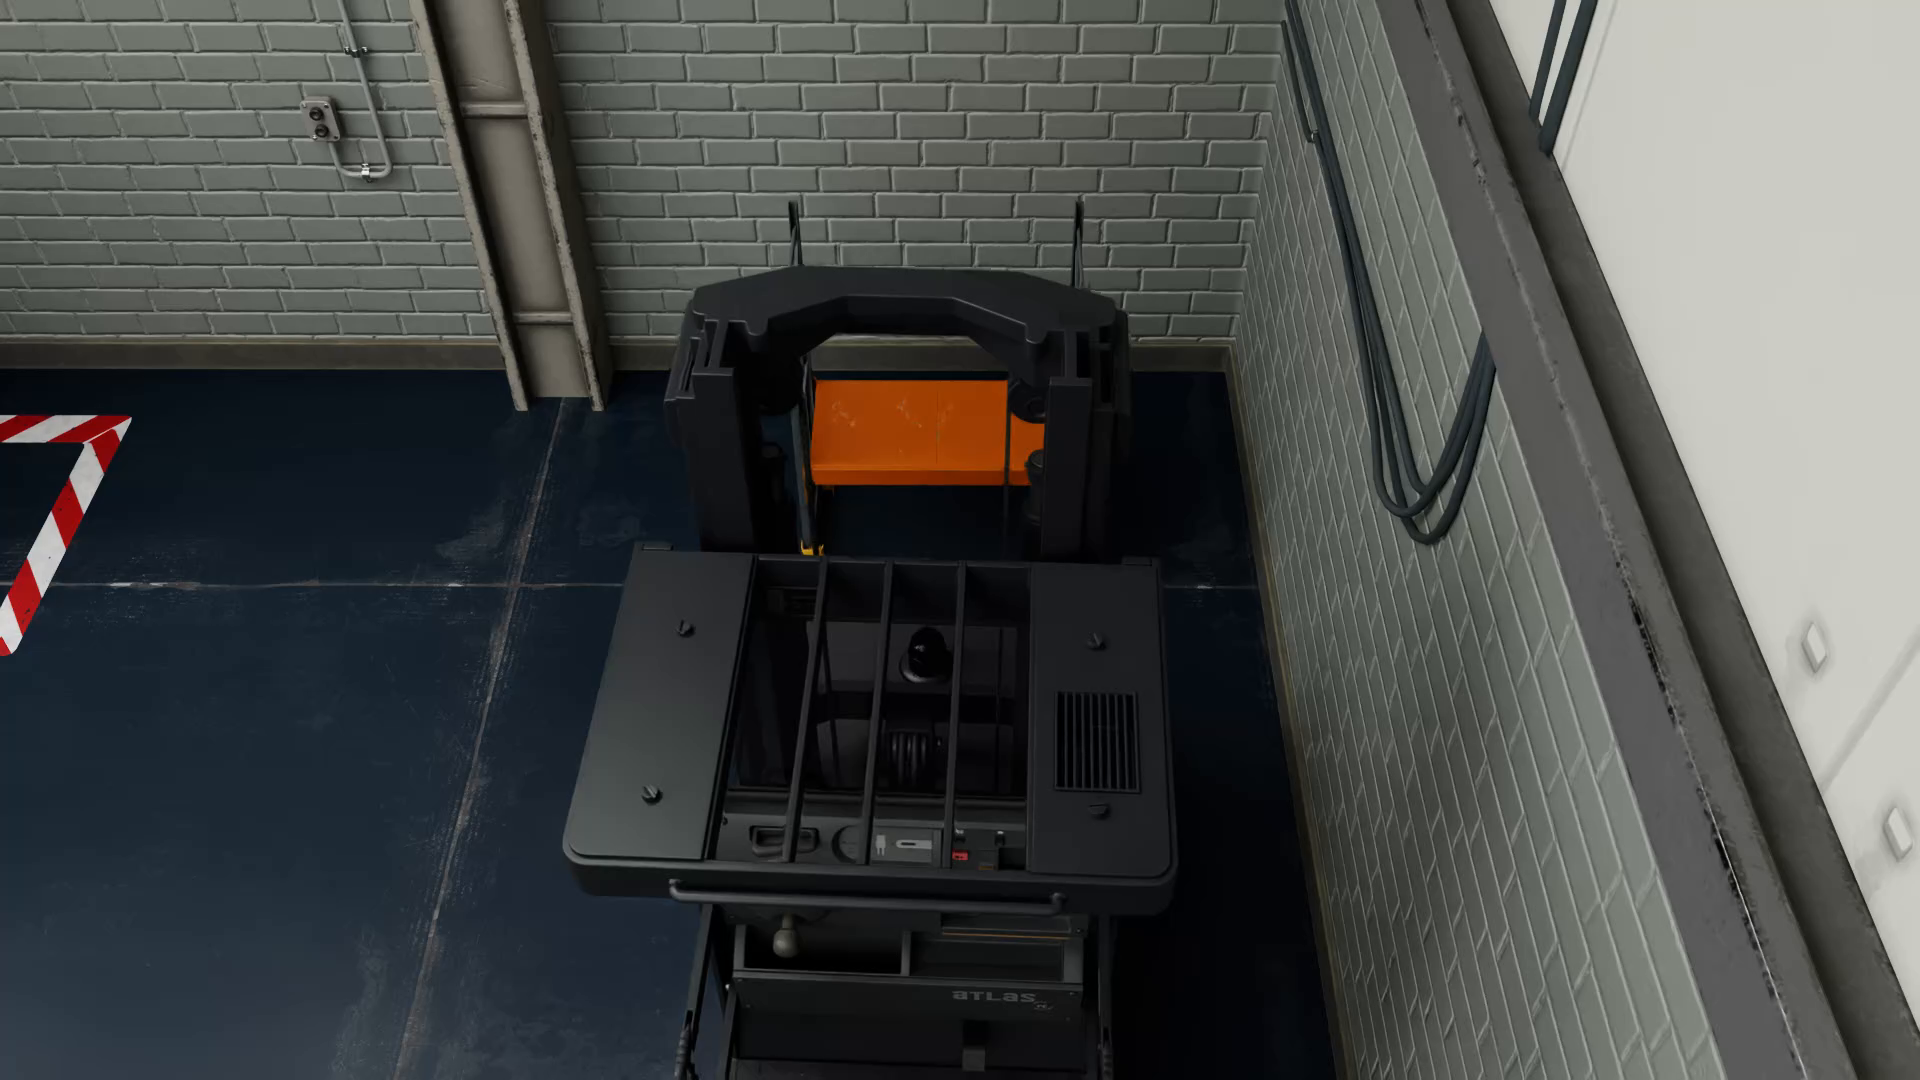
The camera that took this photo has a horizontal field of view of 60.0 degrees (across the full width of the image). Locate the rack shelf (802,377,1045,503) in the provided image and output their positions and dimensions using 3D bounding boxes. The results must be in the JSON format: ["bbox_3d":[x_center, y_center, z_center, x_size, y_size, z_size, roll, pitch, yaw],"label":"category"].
[{"bbox_3d":[-0.085,-0.389,6.414,1.000,0.185,0.538,0,47,0],"label":"rack shelf"}]

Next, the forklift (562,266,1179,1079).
[{"bbox_3d":[-0.143,0.942,3.951,1.130,2.935,3.031,2,47,2],"label":"forklift"}]

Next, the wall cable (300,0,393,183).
[{"bbox_3d":[-3.189,-2.117,6.058,1.851,1.984,0.084,0,47,0],"label":"wall cable"}]

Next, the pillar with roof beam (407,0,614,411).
[{"bbox_3d":[-1.785,-0.601,1.242,0.400,9.000,9.100,0,47,0],"label":"pillar with roof beam"}]

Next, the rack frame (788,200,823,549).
[{"bbox_3d":[-0.594,-0.513,6.283,0.032,1.500,0.500,0,47,0],"label":"rack frame"}]

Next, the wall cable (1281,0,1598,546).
[{"bbox_3d":[1.182,-1.791,4.472,0.112,2.526,3.097,0,47,0],"label":"wall cable"}]

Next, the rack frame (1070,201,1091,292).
[{"bbox_3d":[0.423,-0.510,6.281,0.032,1.500,0.500,0,47,0],"label":"rack frame"}]

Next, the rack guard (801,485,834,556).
[{"bbox_3d":[-0.574,-0.087,6.741,0.087,0.250,0.587,0,47,0],"label":"rack guard"}]

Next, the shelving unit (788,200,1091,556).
[{"bbox_3d":[-0.076,-0.511,6.282,1.083,1.500,0.587,0,47,0],"label":"shelving unit"}]
